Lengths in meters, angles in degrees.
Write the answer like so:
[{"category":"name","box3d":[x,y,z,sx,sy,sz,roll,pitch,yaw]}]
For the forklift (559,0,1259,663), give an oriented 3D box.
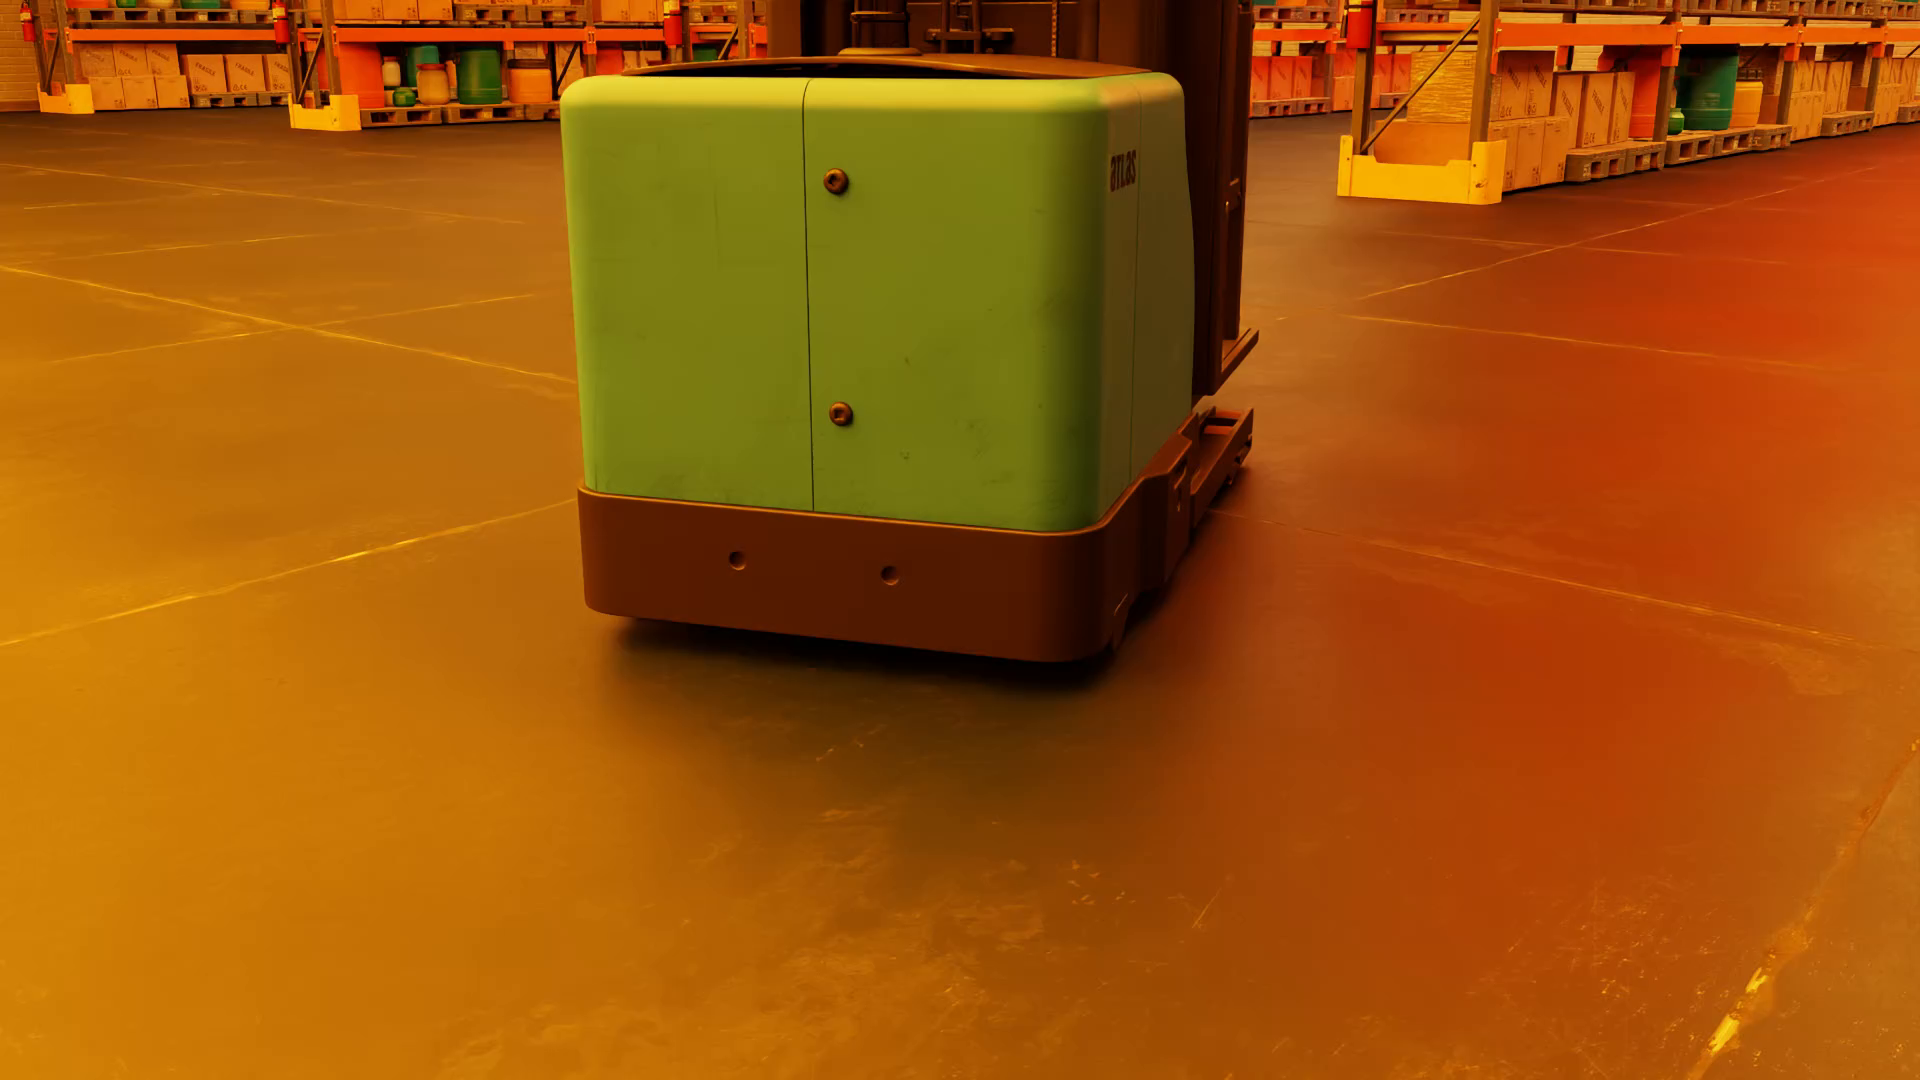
[{"category":"forklift","box3d":[0.182,-1.571,4.072,1.130,2.935,3.031,5,18,17]}]
